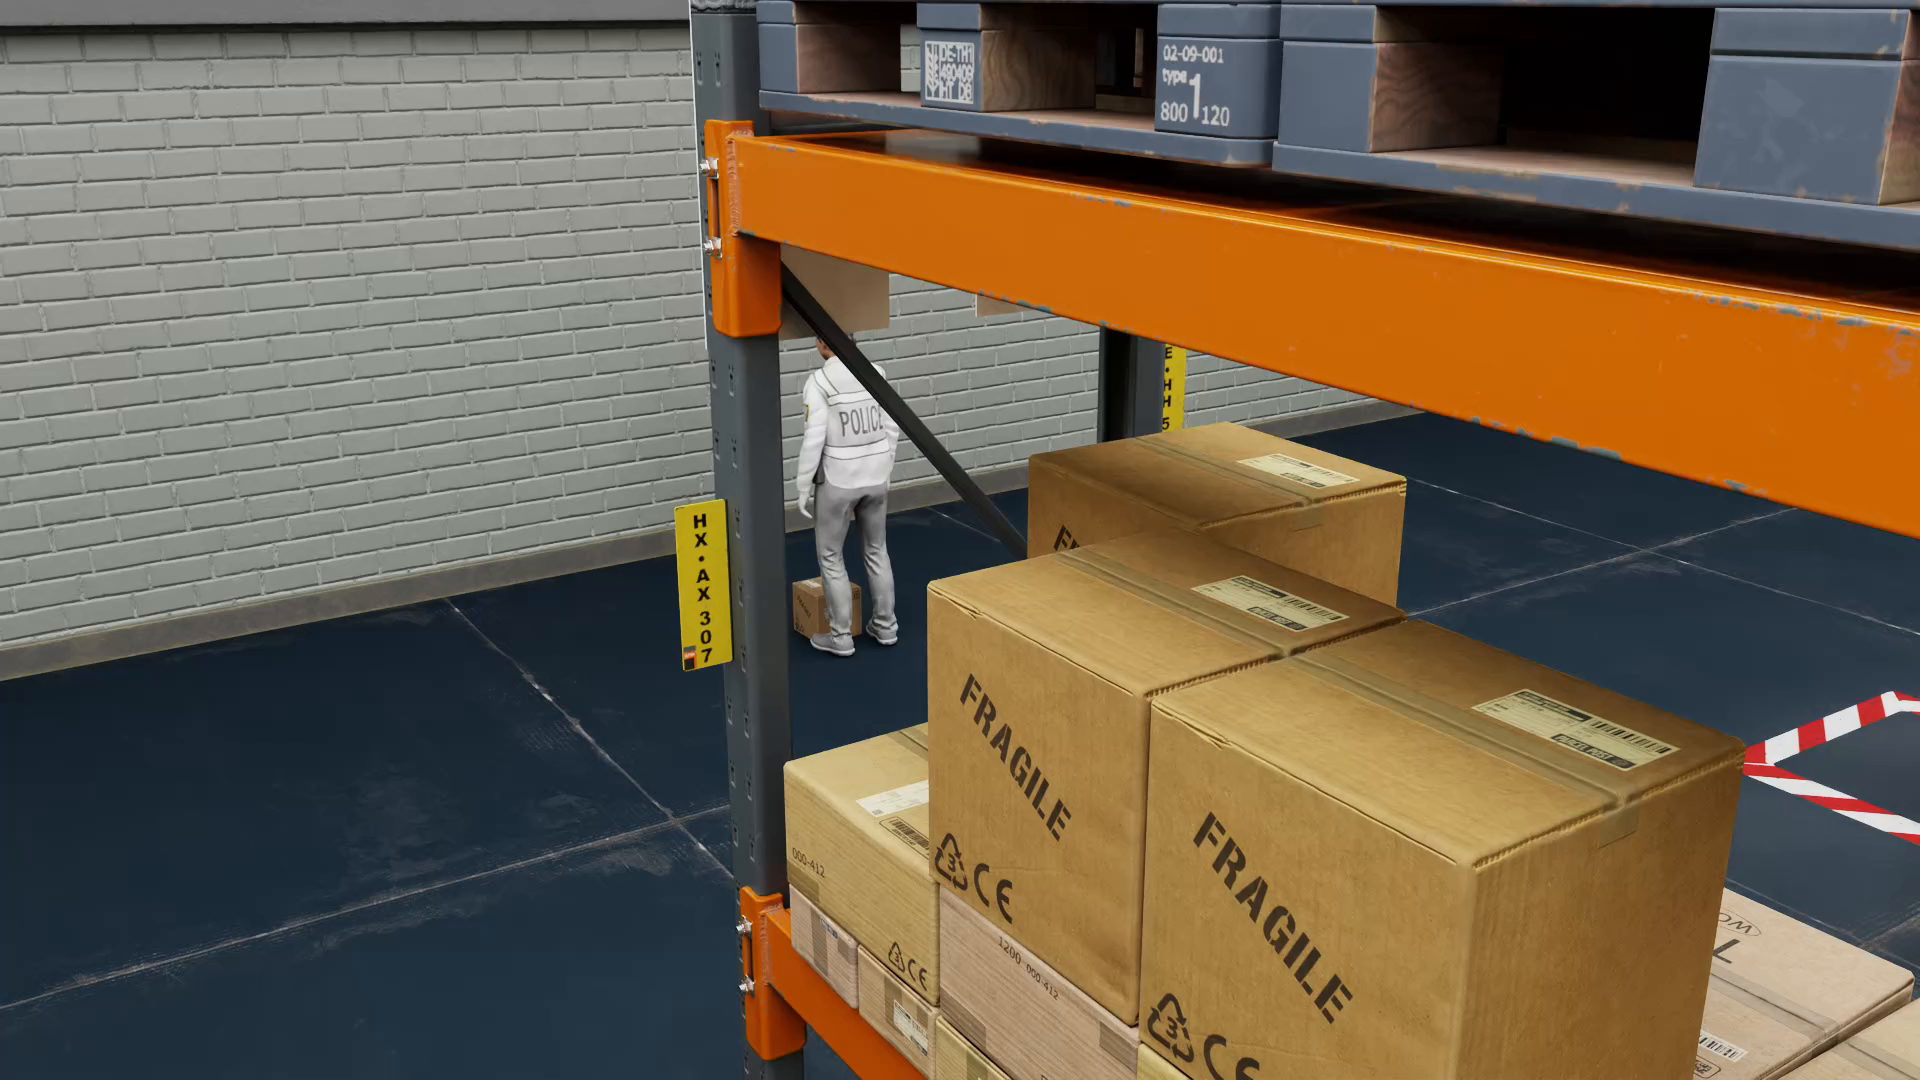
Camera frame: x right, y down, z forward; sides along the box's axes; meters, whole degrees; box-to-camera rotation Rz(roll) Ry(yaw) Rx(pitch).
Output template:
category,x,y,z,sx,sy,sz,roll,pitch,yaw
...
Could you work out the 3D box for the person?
category,x,y,z,sx,sy,sz,roll,pitch,yaw
person,-0.530,-0.269,7.863,0.547,1.666,0.371,-13,22,-34
